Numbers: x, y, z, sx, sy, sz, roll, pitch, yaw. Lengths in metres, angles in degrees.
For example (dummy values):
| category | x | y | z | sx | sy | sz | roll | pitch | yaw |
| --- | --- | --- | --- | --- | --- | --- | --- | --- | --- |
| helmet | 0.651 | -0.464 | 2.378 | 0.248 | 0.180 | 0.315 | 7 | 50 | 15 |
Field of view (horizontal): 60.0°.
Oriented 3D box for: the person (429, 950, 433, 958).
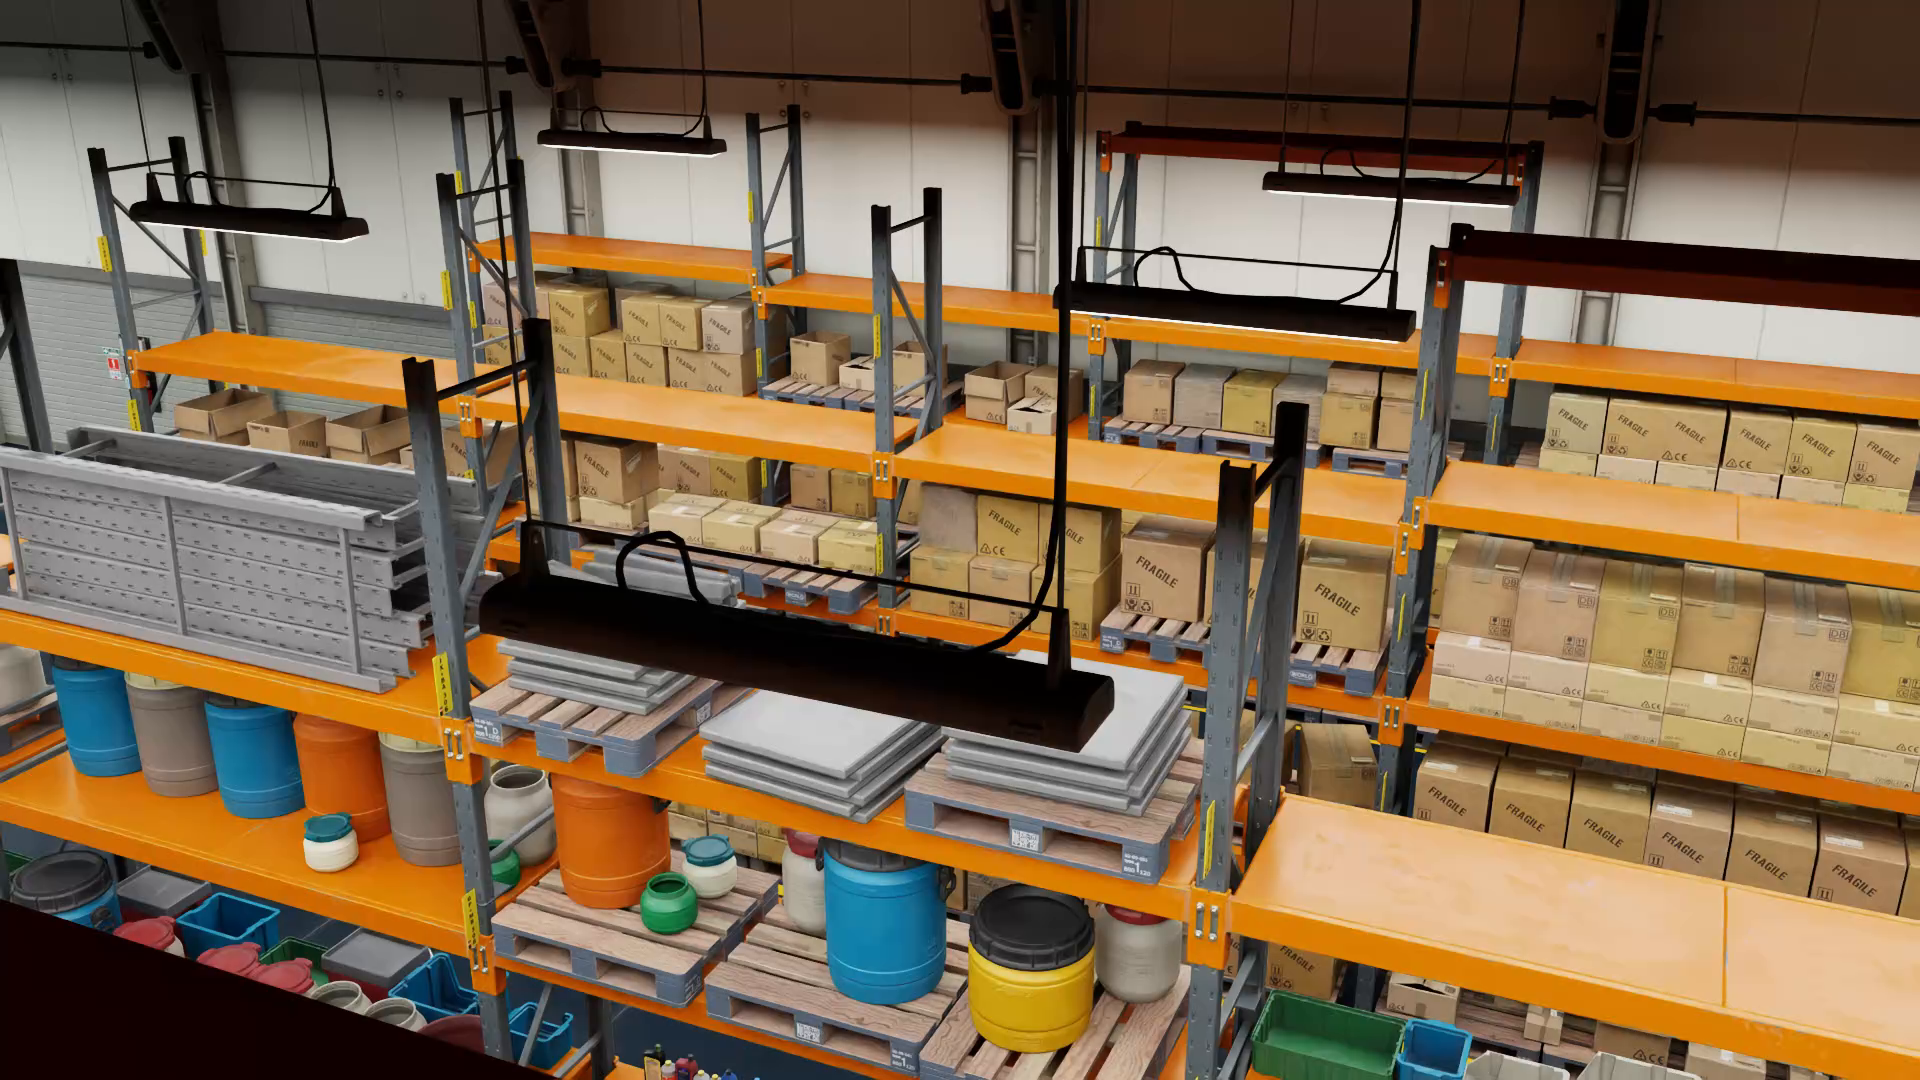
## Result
| category | x | y | z | sx | sy | sz | roll | pitch | yaw |
| --- | --- | --- | --- | --- | --- | --- | --- | --- | --- |
| person | -3.861 | 3.287 | 11.548 | 0.478 | 1.624 | 0.992 | -11 | 23 | -27 |

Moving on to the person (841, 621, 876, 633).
| category | x | y | z | sx | sy | sz | roll | pitch | yaw |
| --- | --- | --- | --- | --- | --- | --- | --- | --- | --- |
| person | -1.060 | 0.714 | 18.258 | 0.491 | 1.755 | 0.588 | 16 | 26 | 37 |
